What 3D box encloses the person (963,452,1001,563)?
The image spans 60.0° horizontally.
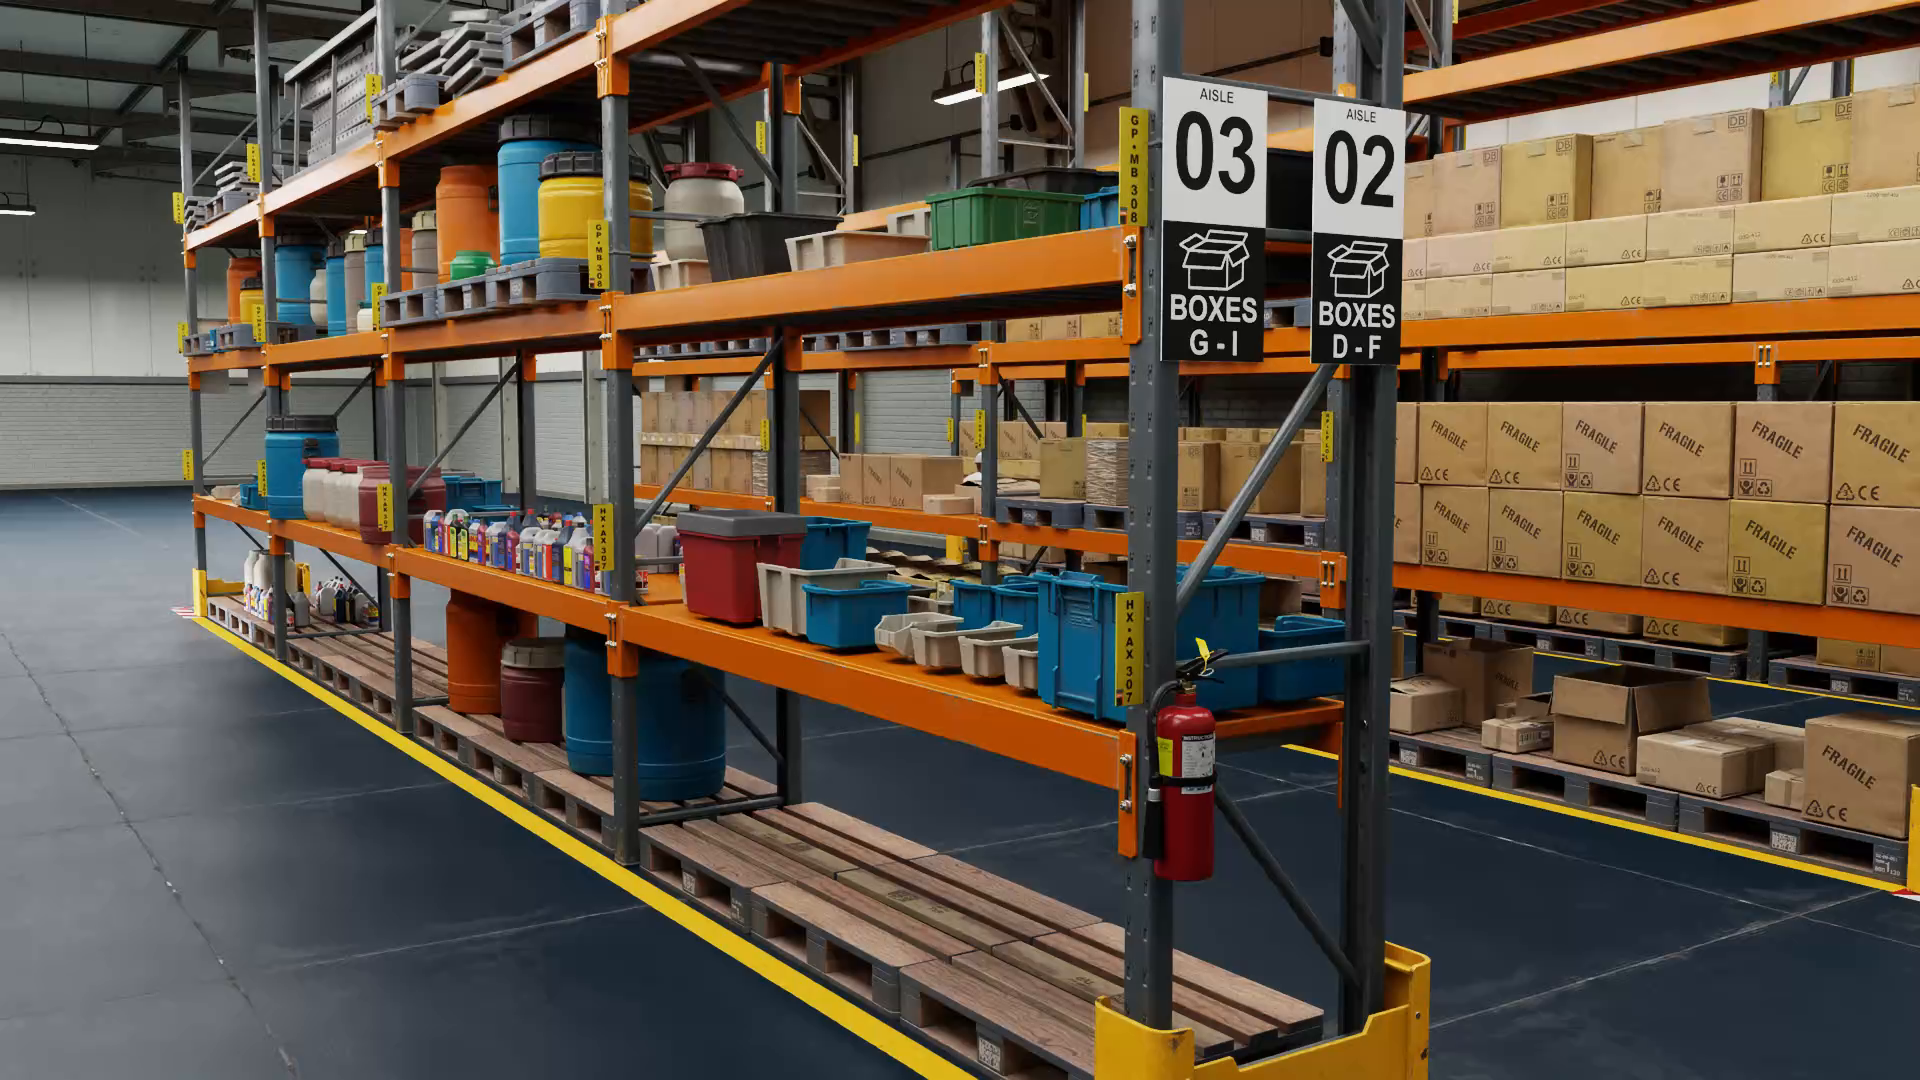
[{"bbox_3d":[0.243,-0.116,18.836,0.462,1.759,0.632,-4,6,-37],"label":"person"}]
